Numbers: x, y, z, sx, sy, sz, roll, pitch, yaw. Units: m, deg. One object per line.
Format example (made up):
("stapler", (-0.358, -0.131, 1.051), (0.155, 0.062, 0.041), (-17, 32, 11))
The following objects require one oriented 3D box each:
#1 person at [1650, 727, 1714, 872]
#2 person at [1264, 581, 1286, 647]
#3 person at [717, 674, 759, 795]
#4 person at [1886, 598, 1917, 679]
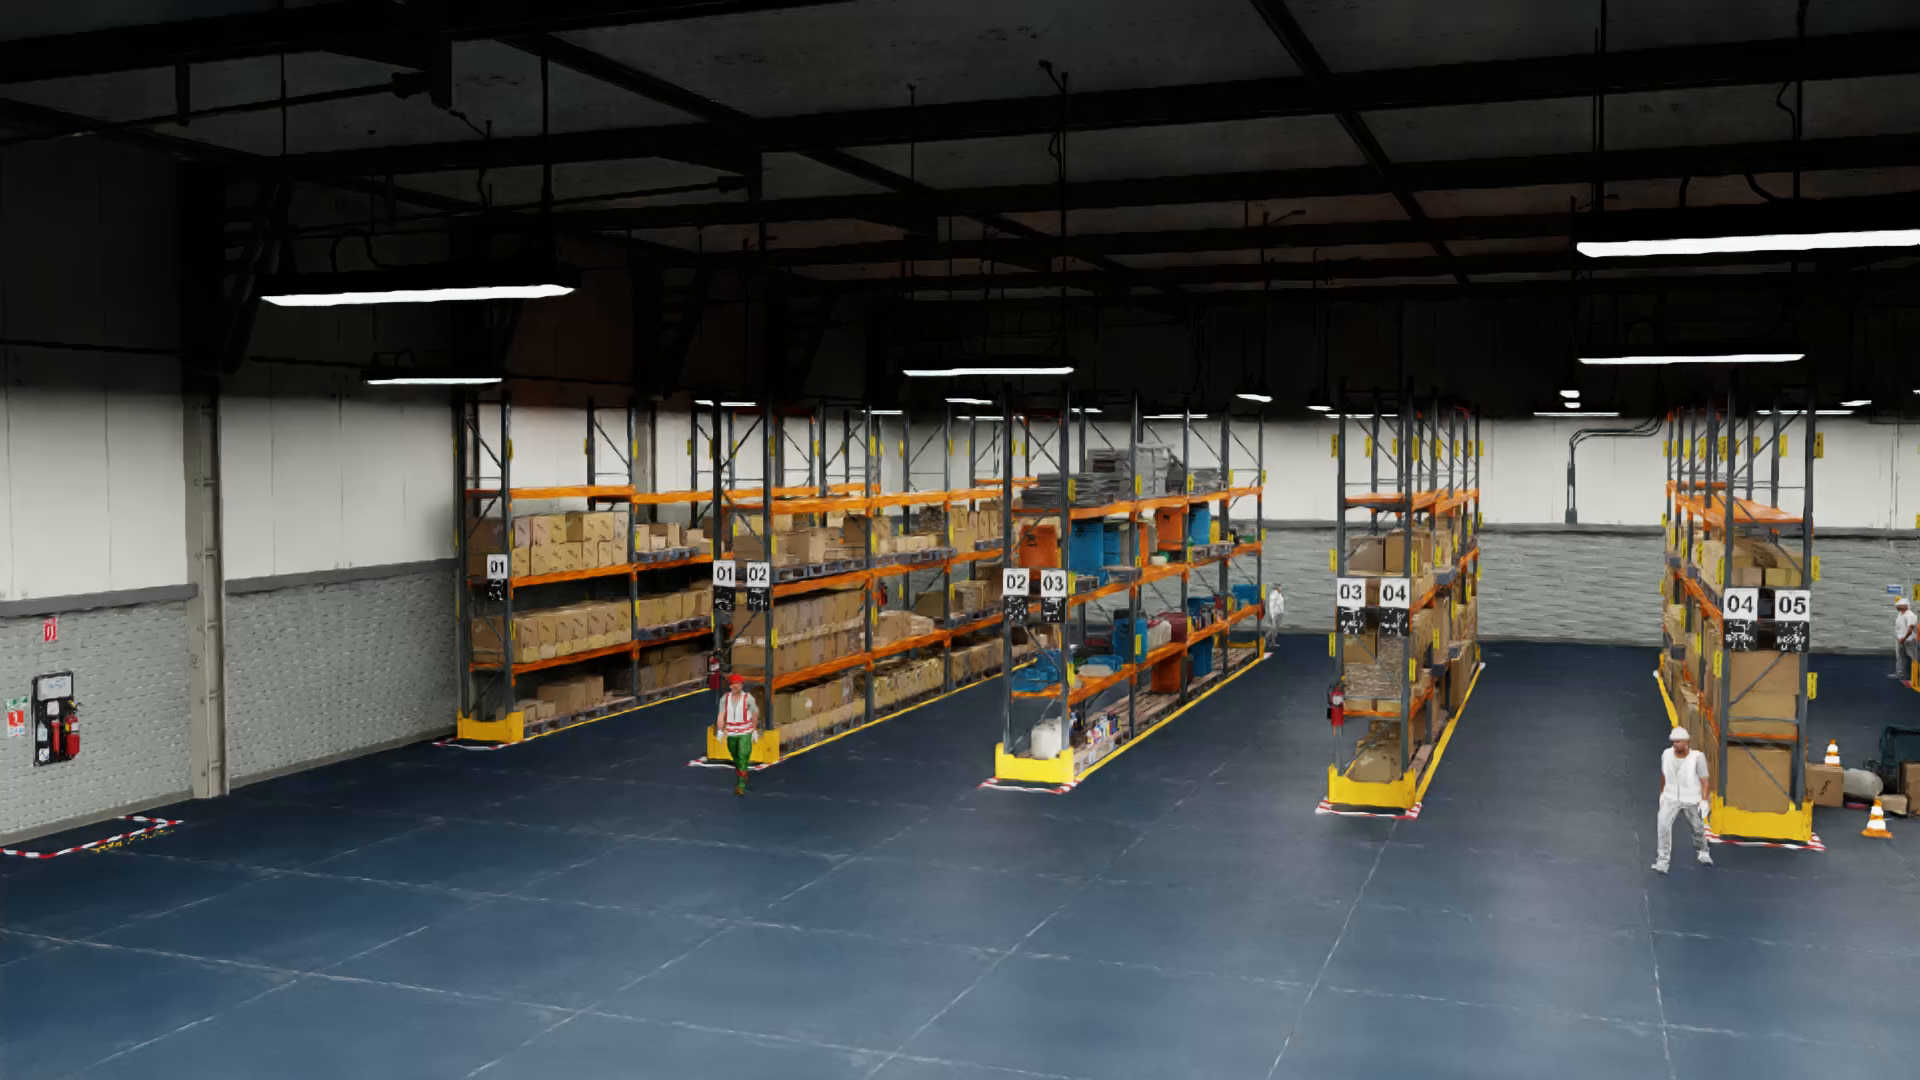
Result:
("person", (8.576, 3.058, 19.709), (0.605, 1.731, 0.983), (3, 4, 40))
("person", (7.882, 1.865, 41.736), (0.642, 1.659, 0.423), (-3, 4, -41))
("person", (-3.242, 2.797, 24.127), (0.528, 1.728, 1.032), (1, 3, 12))
("person", (20.537, 2.144, 36.076), (0.706, 1.762, 0.585), (0, 3, -5))
